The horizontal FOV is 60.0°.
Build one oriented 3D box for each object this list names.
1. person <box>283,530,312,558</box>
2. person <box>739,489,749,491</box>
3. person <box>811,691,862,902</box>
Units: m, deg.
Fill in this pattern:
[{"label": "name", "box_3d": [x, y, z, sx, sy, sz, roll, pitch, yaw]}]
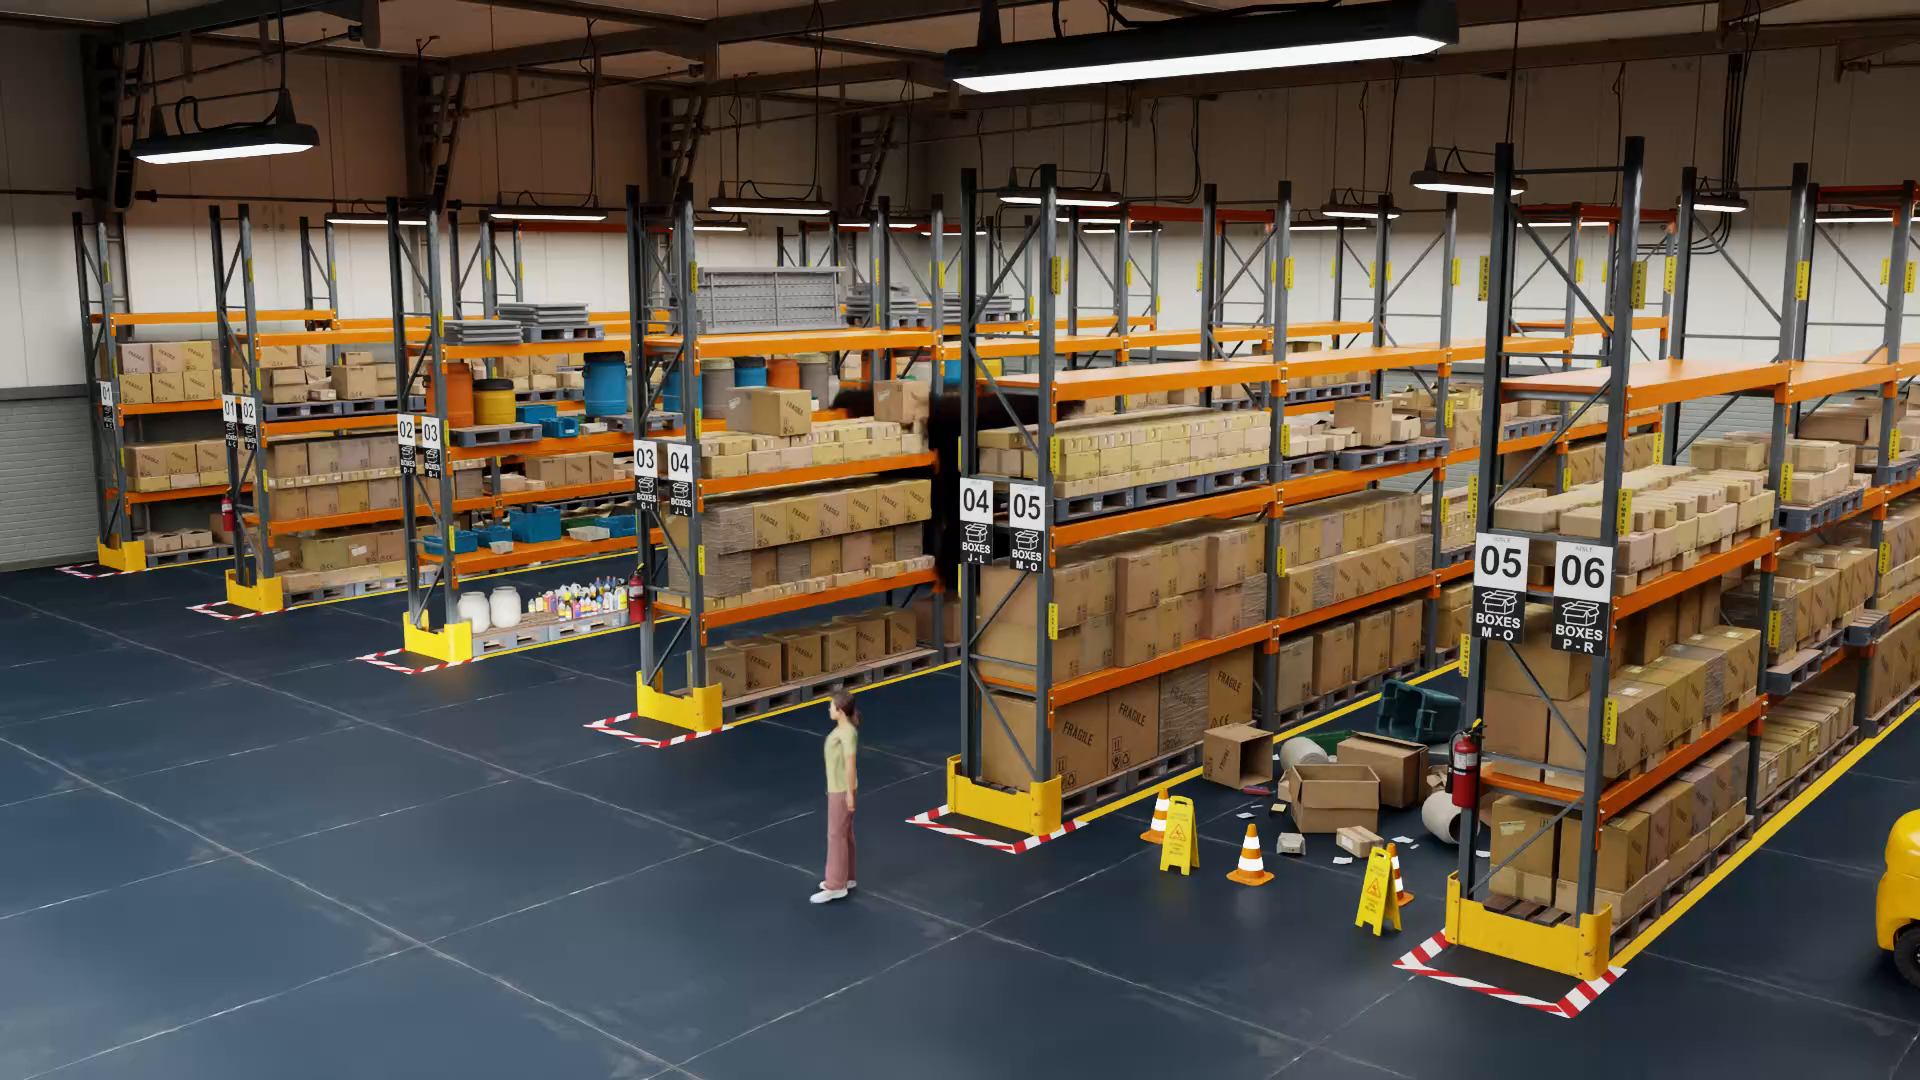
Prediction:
[{"label": "person", "box_3d": [-11.061, -0.235, 27.704, 0.516, 1.701, 0.509, -4, 10, -24]}, {"label": "person", "box_3d": [-3.890, -0.621, 29.998, 0.575, 1.637, 0.933, 5, 11, 29]}, {"label": "person", "box_3d": [-1.017, 2.092, 13.707, 0.450, 1.686, 0.557, -1, 10, -5]}]
